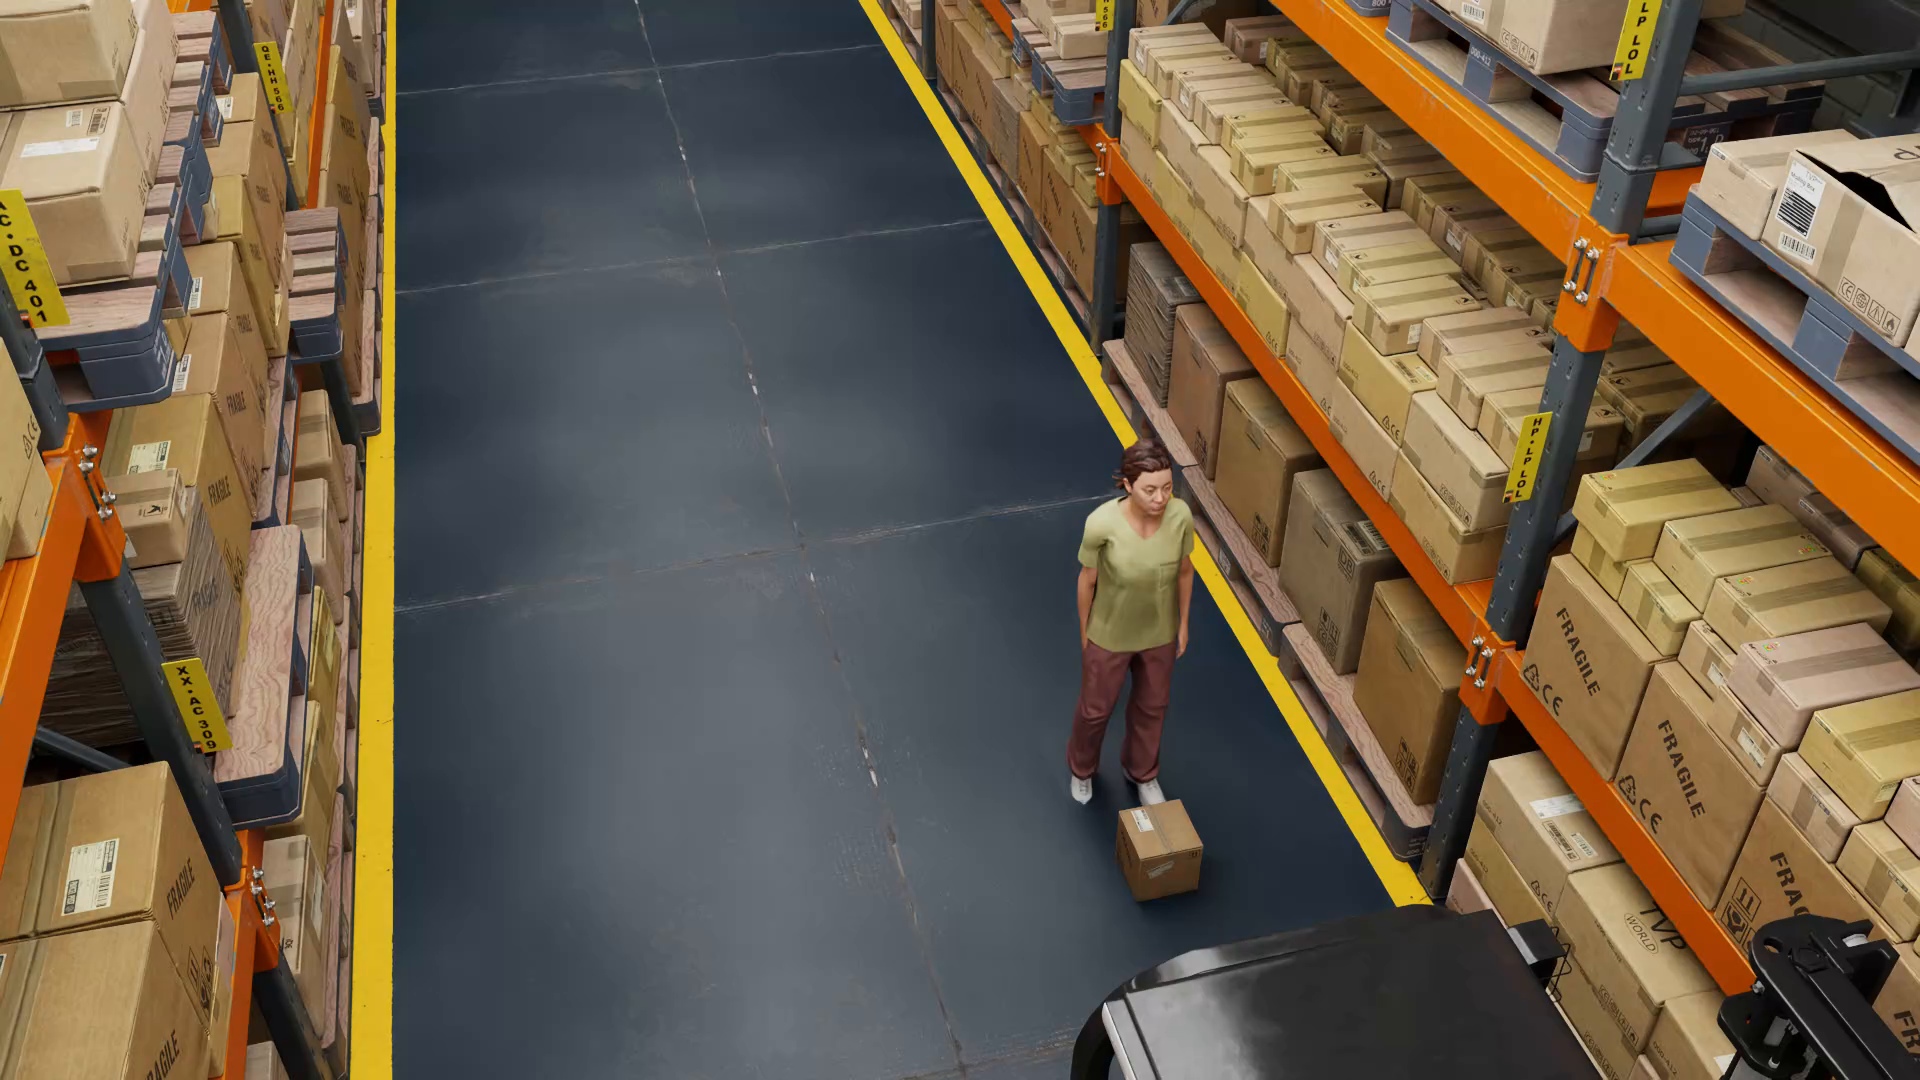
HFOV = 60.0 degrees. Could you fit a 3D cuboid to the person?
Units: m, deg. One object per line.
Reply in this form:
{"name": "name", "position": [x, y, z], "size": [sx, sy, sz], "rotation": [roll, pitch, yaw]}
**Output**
{"name": "person", "position": [0.663, 0.371, 6.290], "size": [0.448, 1.731, 0.401], "rotation": [-9, 39, -11]}
